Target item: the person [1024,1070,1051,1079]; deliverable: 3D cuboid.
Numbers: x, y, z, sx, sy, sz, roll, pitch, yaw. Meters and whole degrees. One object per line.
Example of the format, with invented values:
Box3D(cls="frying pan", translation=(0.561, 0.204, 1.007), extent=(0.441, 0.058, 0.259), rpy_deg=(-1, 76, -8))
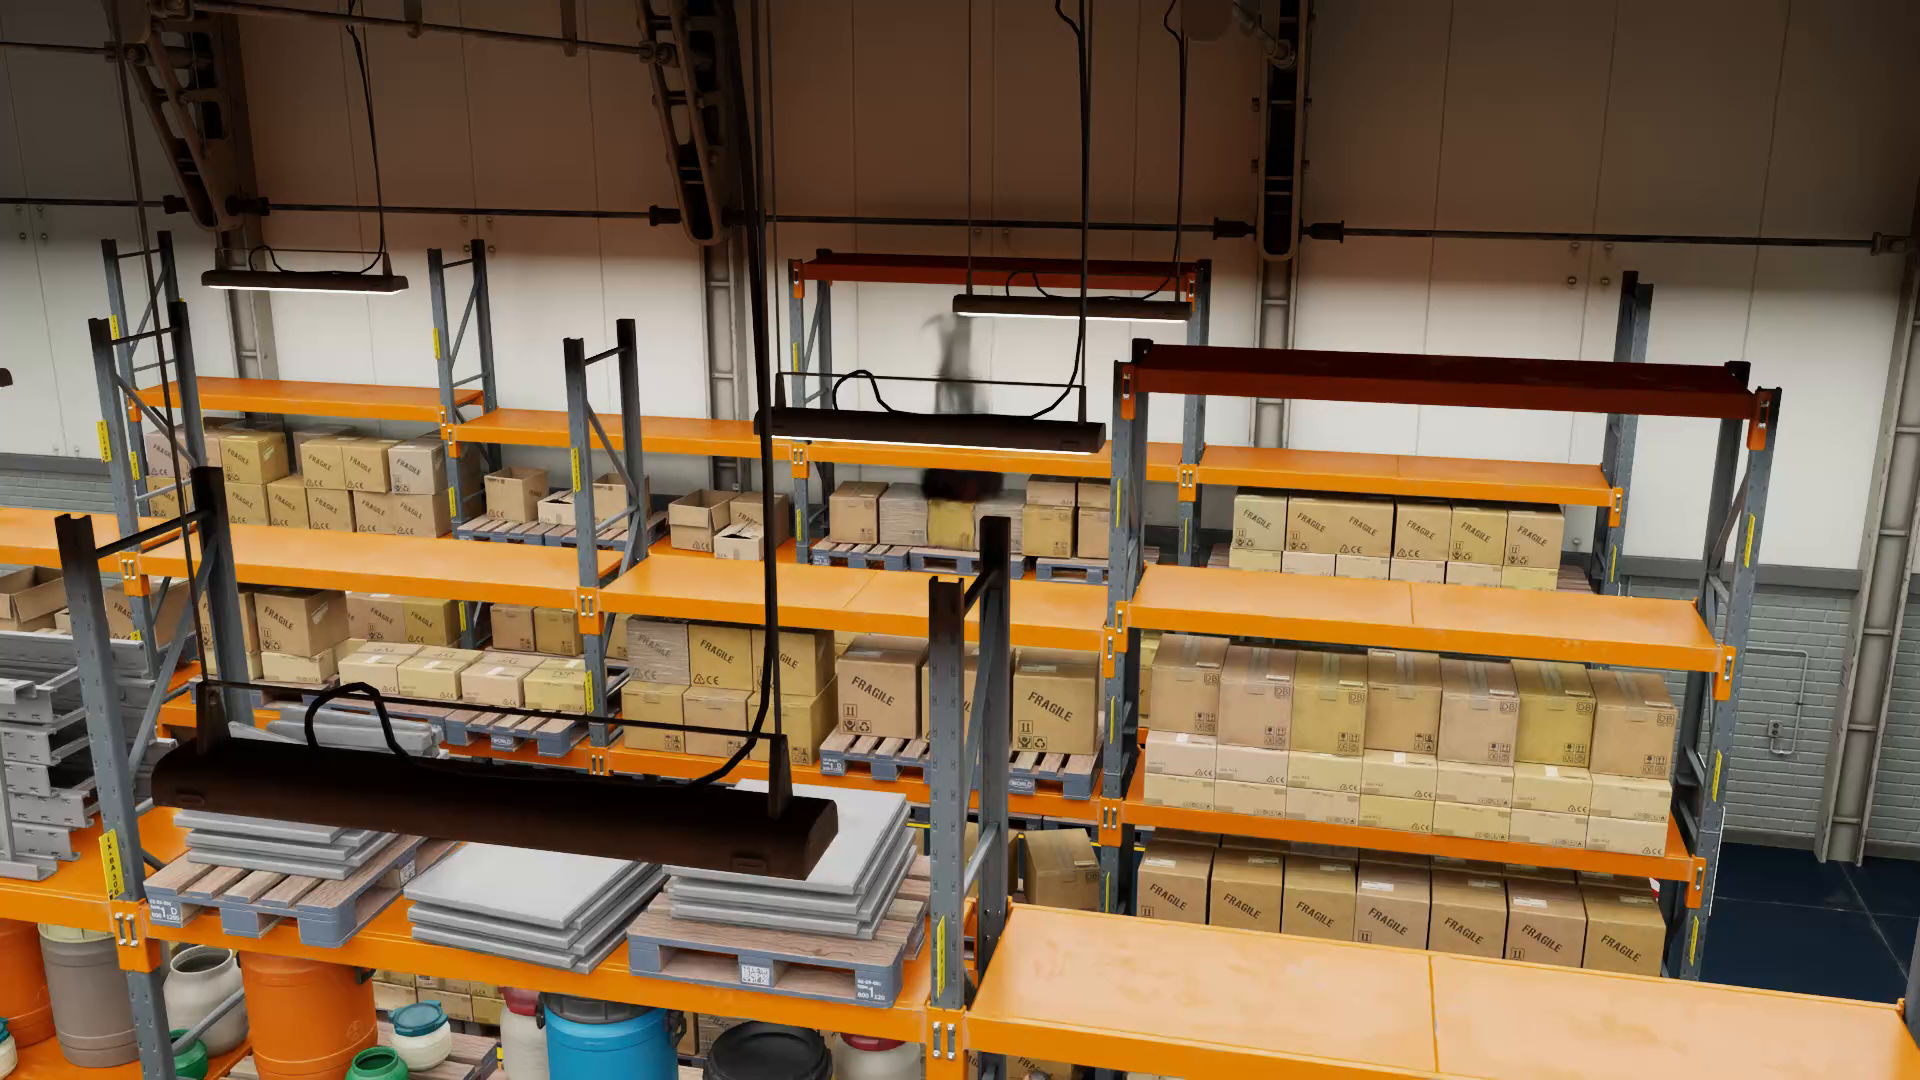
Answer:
Box3D(cls="person", translation=(0.435, 4.237, 11.041), extent=(0.538, 1.608, 0.600), rpy_deg=(2, 16, 8))
